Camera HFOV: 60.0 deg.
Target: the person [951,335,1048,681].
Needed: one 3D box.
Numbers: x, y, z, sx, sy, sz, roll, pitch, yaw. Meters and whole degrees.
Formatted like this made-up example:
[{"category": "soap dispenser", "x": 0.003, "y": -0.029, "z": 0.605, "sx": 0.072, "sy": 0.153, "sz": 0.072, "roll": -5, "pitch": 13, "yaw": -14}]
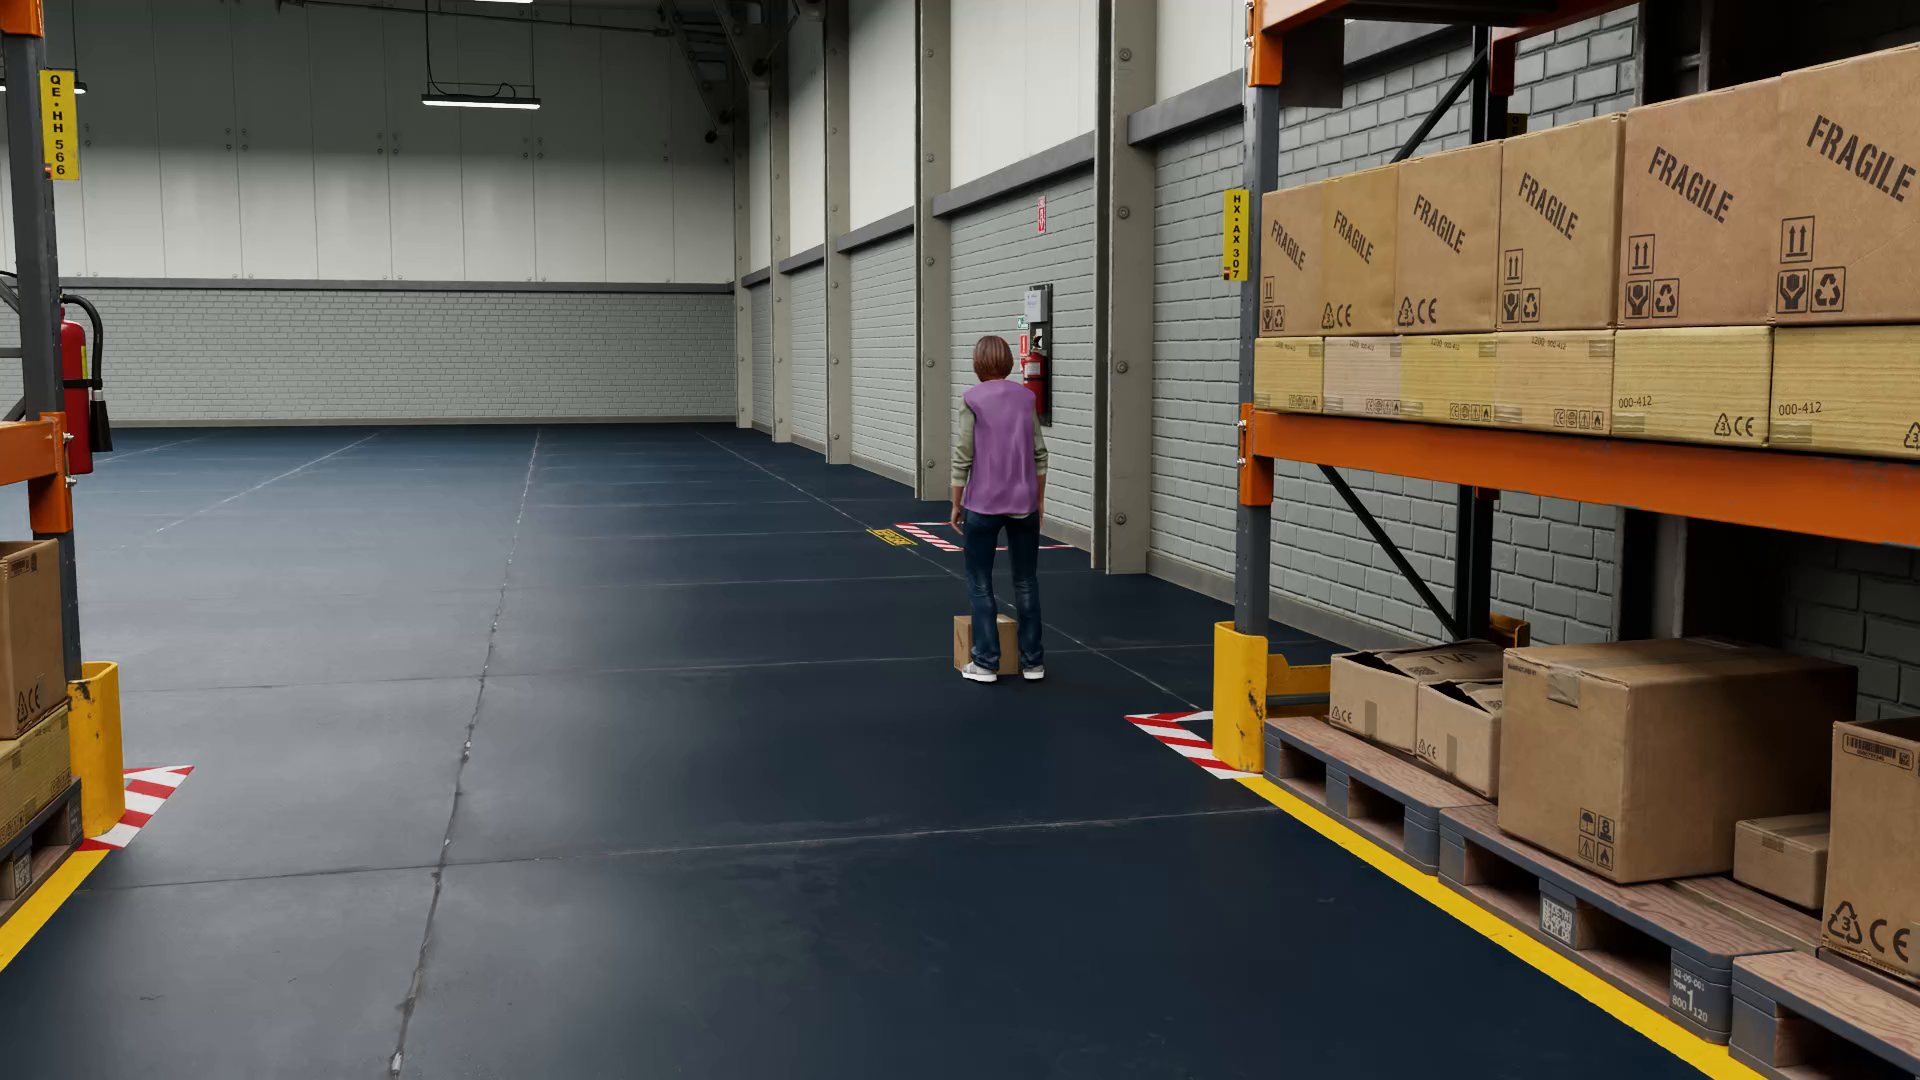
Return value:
[{"category": "person", "x": 0.187, "y": -0.140, "z": 7.643, "sx": 0.483, "sy": 1.591, "sz": 0.347, "roll": -2, "pitch": 7, "yaw": -17}]
